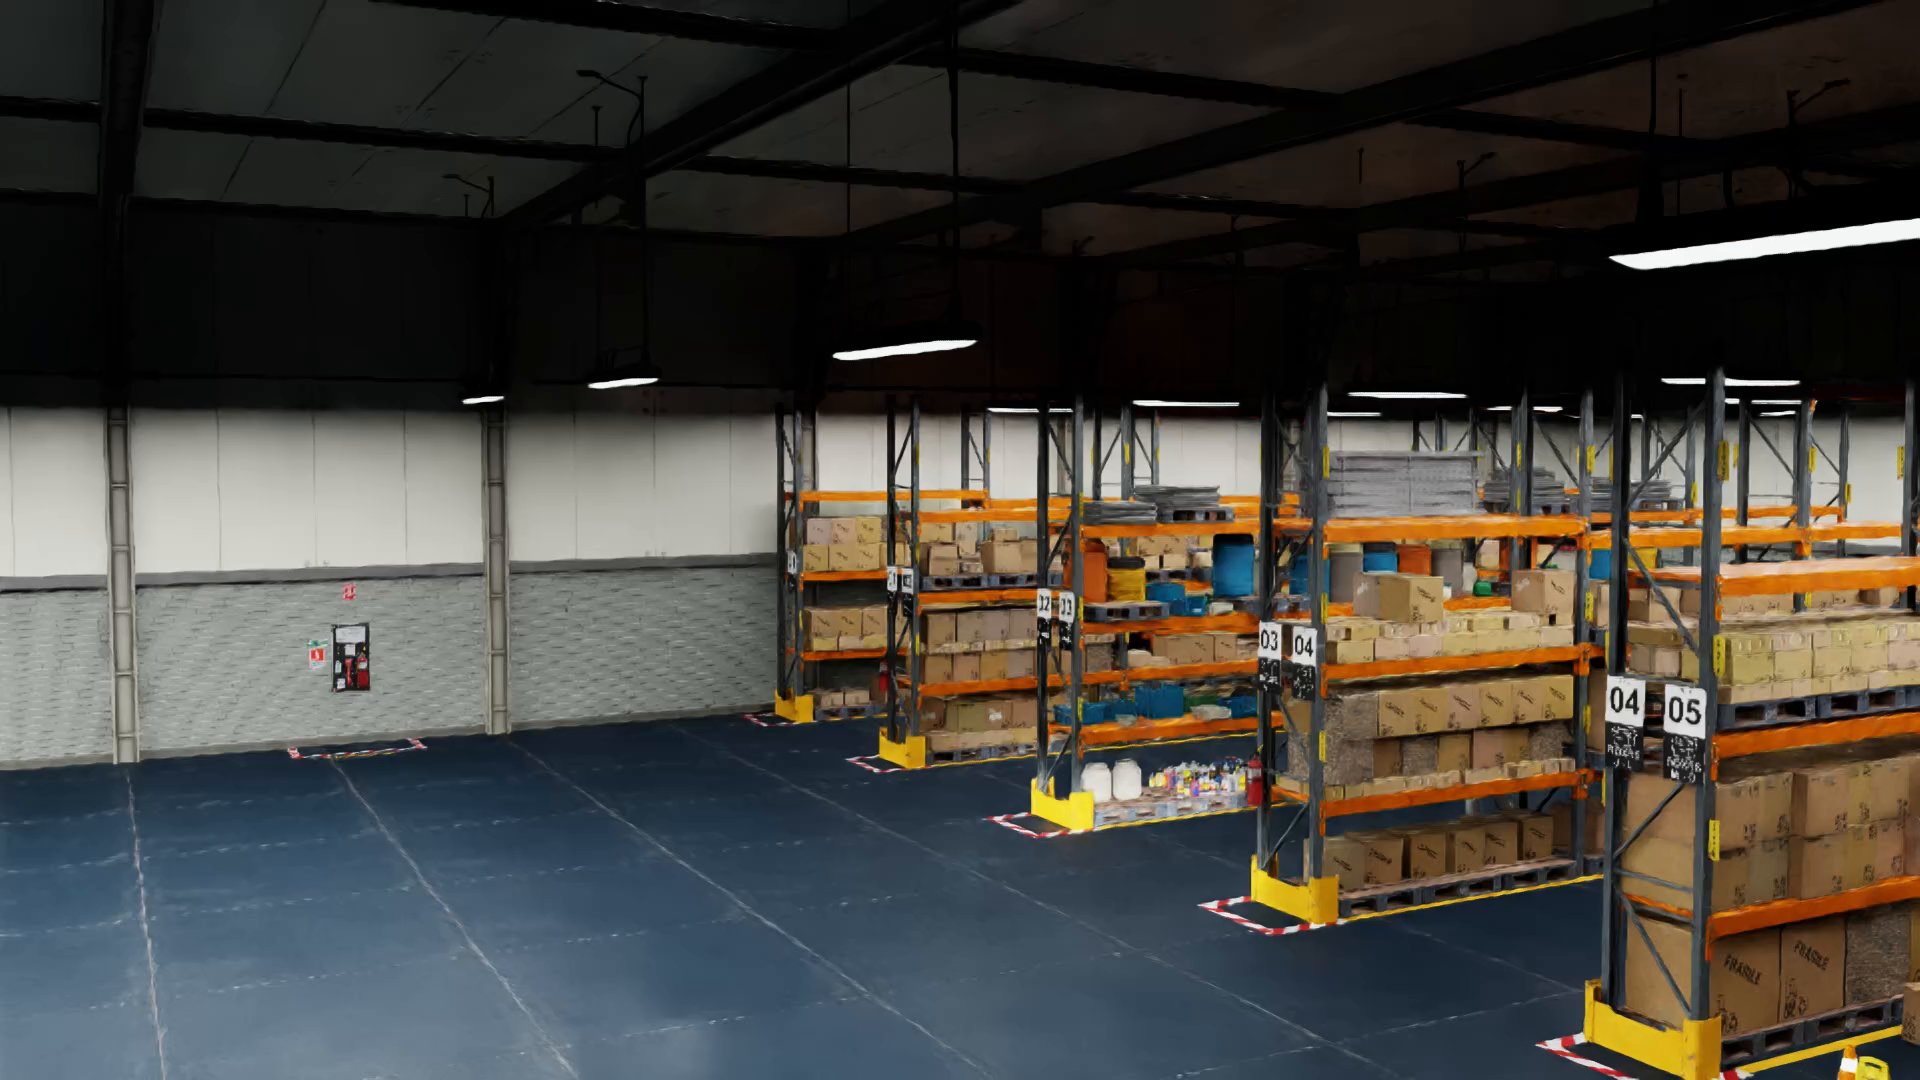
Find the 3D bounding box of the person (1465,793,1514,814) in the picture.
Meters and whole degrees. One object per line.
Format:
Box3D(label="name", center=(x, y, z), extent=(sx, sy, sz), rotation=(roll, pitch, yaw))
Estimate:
Box3D(label="person", center=(7.031, 3.110, 21.923), extent=(0.909, 1.609, 0.502), rotation=(-1, 3, -11))
